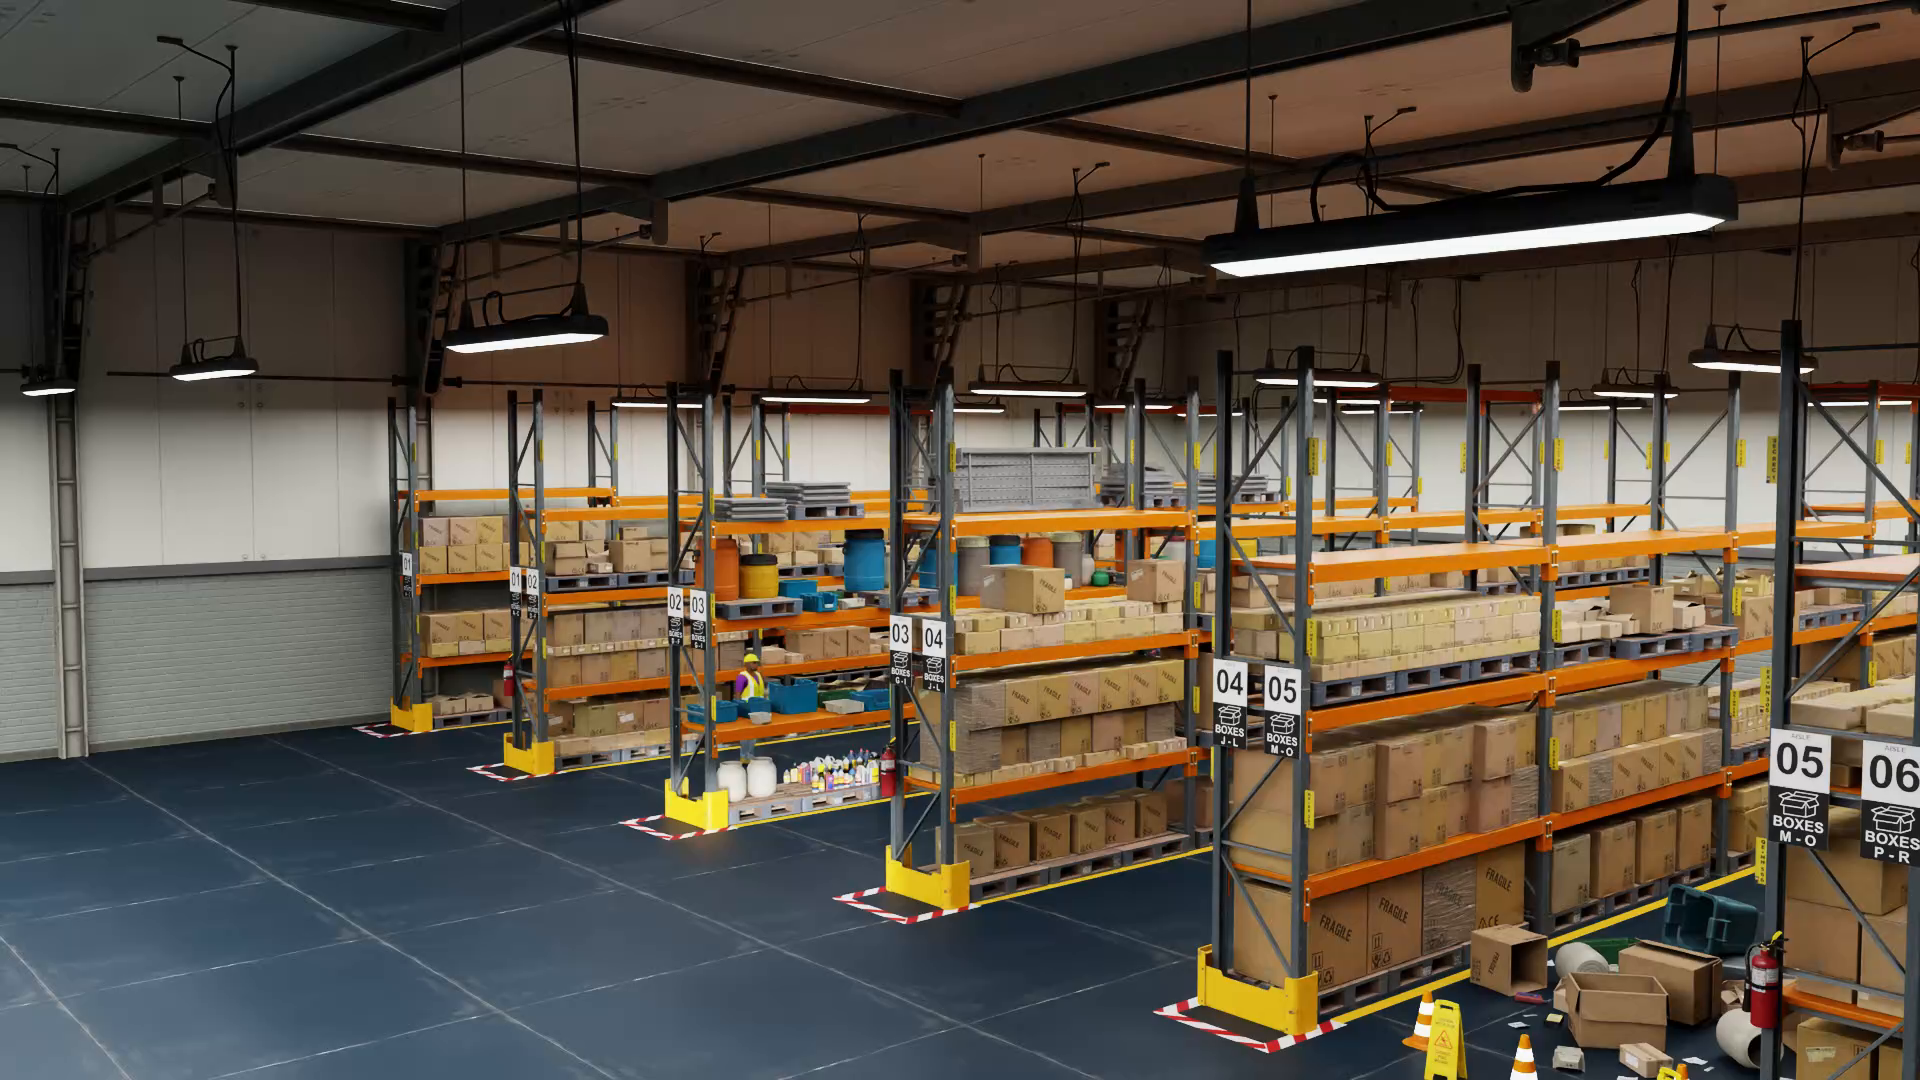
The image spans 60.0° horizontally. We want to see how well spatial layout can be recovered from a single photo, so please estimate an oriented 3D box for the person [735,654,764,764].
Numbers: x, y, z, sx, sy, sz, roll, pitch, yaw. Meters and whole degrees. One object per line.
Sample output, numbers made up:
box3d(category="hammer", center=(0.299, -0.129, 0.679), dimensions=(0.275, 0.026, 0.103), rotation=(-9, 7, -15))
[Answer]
box3d(category="person", center=(-3.353, 2.715, 26.700), dimensions=(0.385, 1.775, 0.698), rotation=(2, 4, 30))
